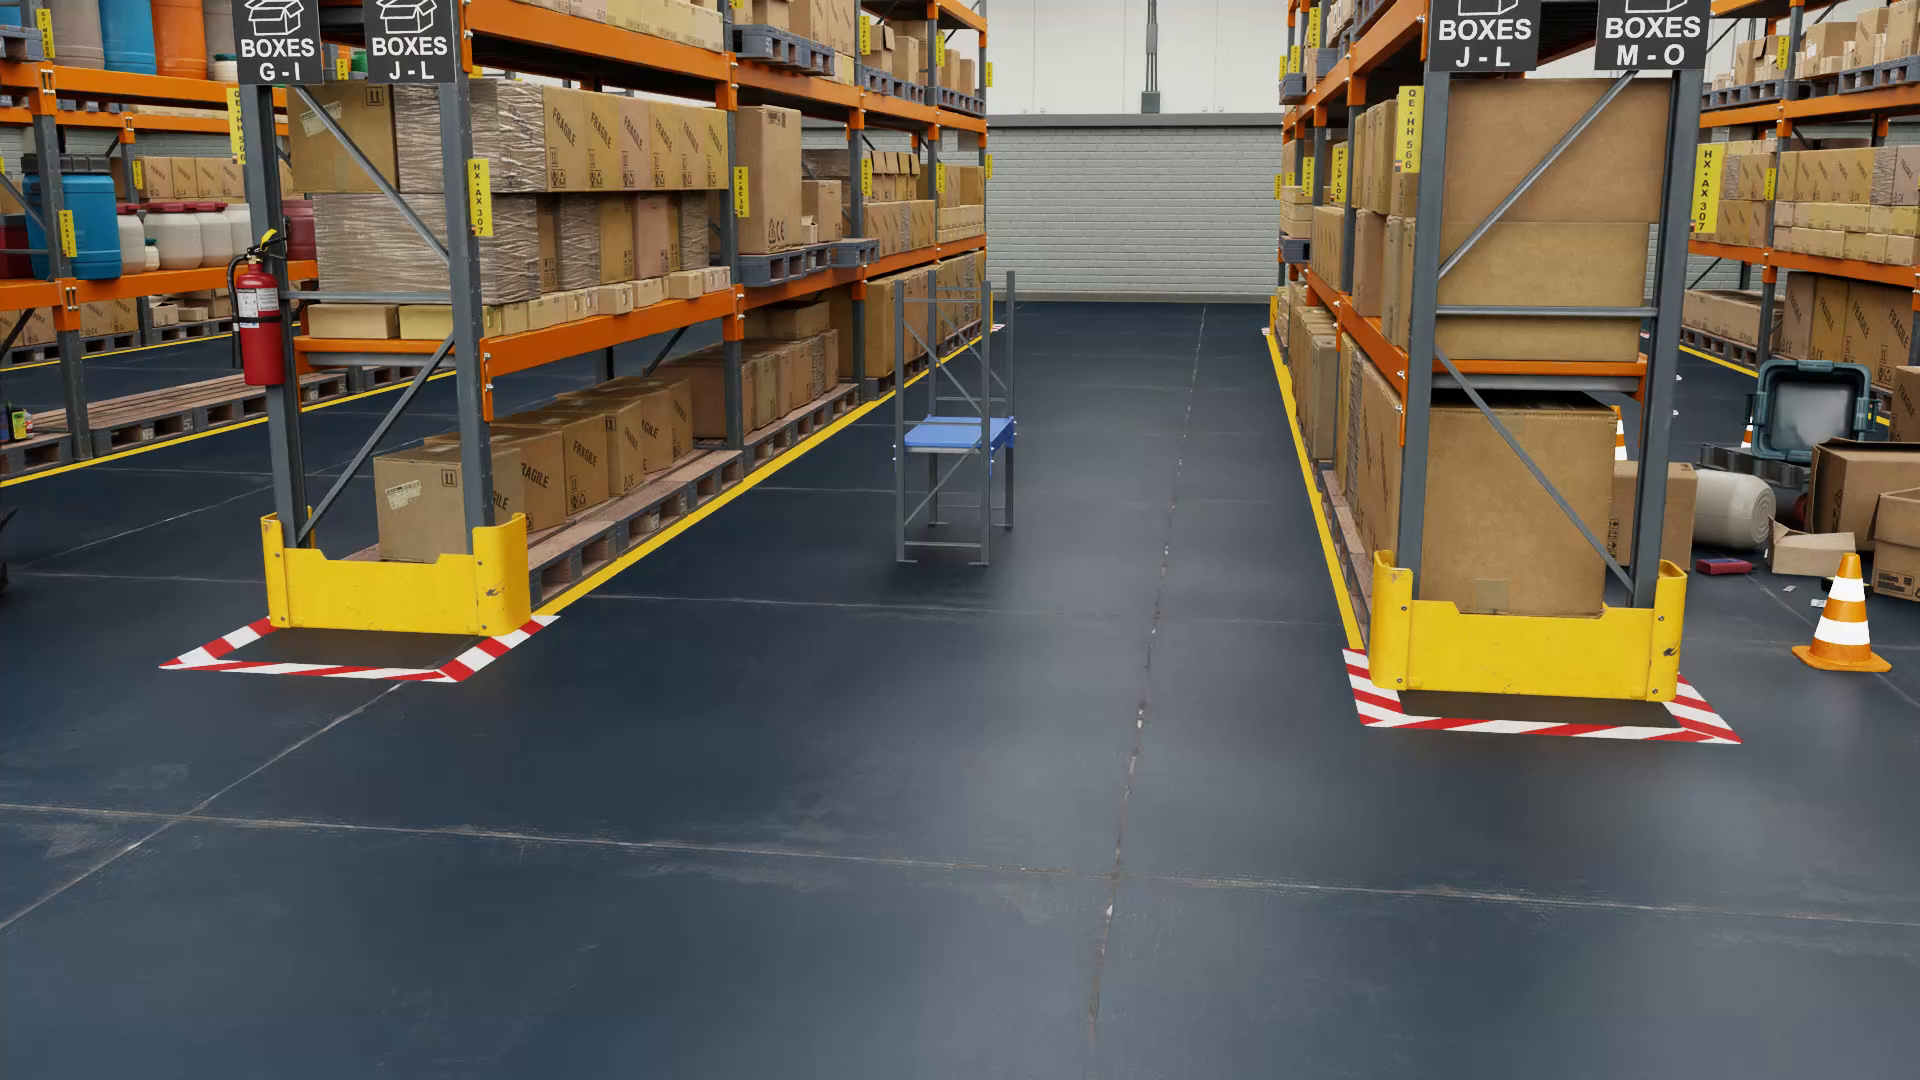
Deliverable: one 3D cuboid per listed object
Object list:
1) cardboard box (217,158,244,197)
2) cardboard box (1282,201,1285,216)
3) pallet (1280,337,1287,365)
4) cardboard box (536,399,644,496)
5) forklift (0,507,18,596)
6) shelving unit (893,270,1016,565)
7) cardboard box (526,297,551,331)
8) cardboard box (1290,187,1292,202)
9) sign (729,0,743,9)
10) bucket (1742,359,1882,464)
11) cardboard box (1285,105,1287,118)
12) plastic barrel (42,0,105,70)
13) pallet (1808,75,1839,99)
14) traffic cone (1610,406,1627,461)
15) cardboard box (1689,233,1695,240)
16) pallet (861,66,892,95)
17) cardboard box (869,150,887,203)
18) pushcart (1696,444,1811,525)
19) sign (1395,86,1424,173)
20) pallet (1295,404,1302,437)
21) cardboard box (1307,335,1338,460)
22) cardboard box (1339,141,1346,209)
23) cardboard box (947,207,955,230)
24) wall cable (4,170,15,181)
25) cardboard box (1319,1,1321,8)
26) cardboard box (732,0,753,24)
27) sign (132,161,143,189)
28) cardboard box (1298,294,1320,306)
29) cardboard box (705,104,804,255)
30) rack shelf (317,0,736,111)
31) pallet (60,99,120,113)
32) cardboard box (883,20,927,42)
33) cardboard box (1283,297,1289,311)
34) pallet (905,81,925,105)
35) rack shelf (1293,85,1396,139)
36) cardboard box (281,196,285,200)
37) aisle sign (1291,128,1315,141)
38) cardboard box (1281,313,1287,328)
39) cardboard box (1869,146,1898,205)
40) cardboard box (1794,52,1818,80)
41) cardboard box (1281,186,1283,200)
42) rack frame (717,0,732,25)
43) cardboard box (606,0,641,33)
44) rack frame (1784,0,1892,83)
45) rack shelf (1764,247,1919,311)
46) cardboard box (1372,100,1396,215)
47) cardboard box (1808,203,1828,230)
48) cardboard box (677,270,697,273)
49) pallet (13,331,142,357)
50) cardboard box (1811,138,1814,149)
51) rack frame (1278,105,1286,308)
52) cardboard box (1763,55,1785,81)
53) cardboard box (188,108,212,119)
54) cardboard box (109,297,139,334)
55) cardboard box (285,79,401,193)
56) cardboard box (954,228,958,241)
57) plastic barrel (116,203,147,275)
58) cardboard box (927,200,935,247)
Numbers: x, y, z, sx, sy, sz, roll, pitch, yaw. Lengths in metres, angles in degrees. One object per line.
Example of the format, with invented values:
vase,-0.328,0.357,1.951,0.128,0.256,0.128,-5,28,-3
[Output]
cardboard box,-9.961,-4.838,22.212,0.500,0.500,0.500,2,12,10
cardboard box,3.493,-3.385,16.973,0.380,0.149,0.250,1,12,6
pallet,4.193,-2.164,19.032,1.003,0.211,1.213,2,12,9
cardboard box,-2.191,-0.552,9.873,0.500,0.500,0.500,1,12,4
forklift,-5.182,-1.073,7.513,1.130,2.935,3.031,-3,13,-15
shelving unit,-0.013,-0.715,9.253,0.538,1.500,1.048,2,12,9
cardboard box,-2.217,-1.101,8.080,0.380,0.149,0.250,2,12,9
cardboard box,3.213,-3.150,15.178,0.380,0.149,0.250,2,12,10
sign,-1.454,-3.605,10.756,0.100,0.325,0.005,2,12,9
bucket,5.151,-0.760,10.064,0.726,0.611,0.620,7,4,28
cardboard box,4.418,-5.526,21.253,0.500,0.250,0.500,2,12,11
plastic barrel,-6.921,-4.023,12.732,0.600,0.901,0.600,0,12,0
pallet,8.939,-4.427,16.249,0.805,0.209,1.217,1,12,6
traffic cone,4.592,-0.711,11.693,0.336,0.463,0.334,2,12,9
cardboard box,9.238,-3.931,20.378,0.500,0.500,0.500,2,12,8
pallet,-1.330,-4.245,15.398,1.213,0.211,1.003,2,12,11
cardboard box,-1.145,-3.561,16.281,0.797,0.503,0.637,2,12,10
pushcart,5.540,-0.363,10.281,1.648,0.377,0.936,-2,12,-11
sign,1.745,-1.590,6.441,0.100,0.325,0.005,2,12,9
pallet,3.313,-1.028,13.764,1.003,0.211,1.213,2,12,9
cardboard box,2.901,-0.958,11.163,1.050,0.750,0.750,2,12,8
cardboard box,3.277,-2.786,12.688,0.700,0.500,0.500,2,12,8
cardboard box,-0.349,-3.832,19.806,0.500,0.250,0.500,2,12,8
wall cable,-15.567,-5.676,26.298,0.084,1.984,1.851,2,12,9
cardboard box,3.379,-4.643,14.741,0.396,0.266,0.258,2,12,9
cardboard box,-1.821,-3.719,11.268,0.797,0.503,0.637,1,12,6
sign,-10.000,-4.438,20.219,0.100,0.325,0.005,2,12,9
cardboard box,3.422,-2.159,15.550,0.500,0.250,0.500,2,12,9
cardboard box,-1.731,-2.562,11.839,1.000,1.000,1.000,2,12,9
rack shelf,-2.299,-2.601,9.028,1.077,0.370,4.000,2,12,9
pallet,-10.719,-5.130,19.505,1.213,0.211,1.003,2,12,9
cardboard box,-0.610,-5.899,19.375,0.500,0.250,0.500,1,12,5
cardboard box,4.021,-2.788,19.669,0.380,0.149,0.250,1,12,6
pallet,-0.853,-4.748,17.739,0.805,0.209,1.217,1,12,6
rack shelf,3.817,-4.084,15.912,1.077,0.370,4.000,2,12,9
cardboard box,-9.810,-4.561,23.299,0.500,0.500,0.500,2,12,9
aisle sign,4.454,-5.514,21.790,0.394,0.787,0.004,2,12,9
cardboard box,3.912,-2.532,19.186,0.380,0.149,0.250,1,12,7
cardboard box,8.308,-3.175,14.494,0.500,0.500,0.500,2,12,10
cardboard box,8.608,-4.760,16.661,0.396,0.266,0.258,2,12,8
cardboard box,3.609,-3.692,17.693,0.380,0.149,0.250,3,12,12
rack frame,-1.991,-4.835,10.568,1.000,3.000,0.127,2,12,9
cardboard box,-2.049,-2.874,8.943,0.500,0.250,0.500,2,12,10
rack frame,9.031,-6.179,16.806,1.000,3.000,0.127,2,12,9
rack shelf,8.723,-2.479,15.582,1.077,0.370,4.000,2,12,9
cardboard box,2.541,-1.909,8.313,0.875,0.550,0.500,2,12,9
cardboard box,8.528,-3.122,16.027,0.500,0.250,0.500,2,12,9
cardboard box,-1.880,-1.623,10.502,0.380,0.149,0.250,2,12,9
pallet,-10.637,-2.356,19.923,1.003,0.211,1.213,2,12,9
cardboard box,8.912,-4.227,17.837,0.380,0.149,0.250,2,12,10
rack frame,4.740,-4.219,21.948,1.000,3.000,0.127,2,12,9
cardboard box,8.813,-5.045,17.746,0.396,0.266,0.258,2,12,10
cardboard box,-10.070,-5.584,21.518,0.500,0.250,0.500,2,12,9
cardboard box,-10.342,-2.770,20.118,0.500,0.500,0.500,2,12,8
cardboard box,-2.766,-1.875,7.758,0.500,0.500,0.500,2,12,9
cardboard box,-0.229,-3.713,20.200,0.380,0.149,0.250,2,12,8
plastic barrel,-6.522,-2.321,12.822,0.433,0.535,0.433,0,12,0
cardboard box,-0.563,-3.510,18.424,0.500,0.500,0.500,2,12,9
